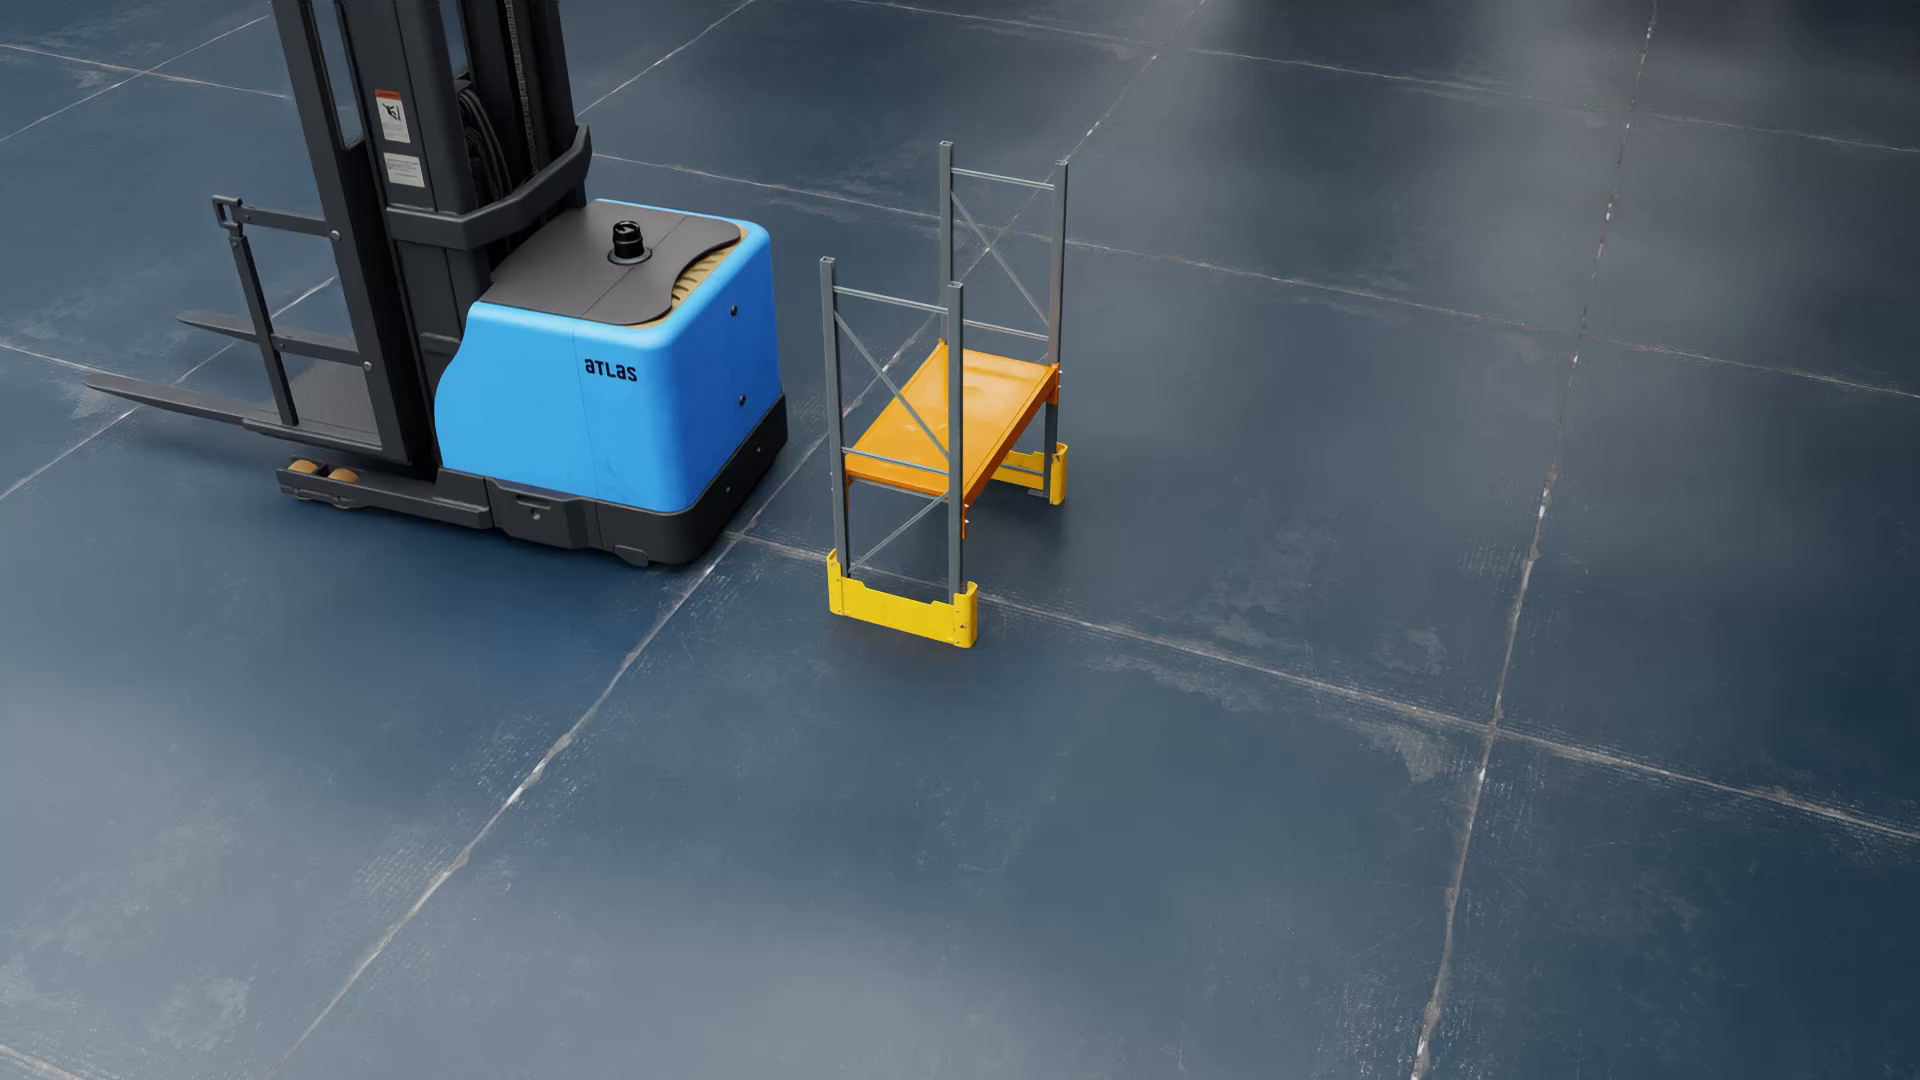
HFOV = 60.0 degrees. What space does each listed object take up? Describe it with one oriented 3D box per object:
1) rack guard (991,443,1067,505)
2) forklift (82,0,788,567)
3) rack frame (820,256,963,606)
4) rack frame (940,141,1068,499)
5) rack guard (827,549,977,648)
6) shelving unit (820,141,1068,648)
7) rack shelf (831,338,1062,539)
[{"bbox_3d":[0.160,-0.334,6.988,0.587,0.250,0.087,14,39,18],"label":"rack guard"},{"bbox_3d":[-2.321,-1.590,6.429,3.031,2.935,1.130,11,38,15],"label":"forklift"},{"bbox_3d":[-0.226,-0.272,5.861,0.500,1.500,0.032,14,39,18],"label":"rack frame"},{"bbox_3d":[0.161,-0.835,6.614,0.500,1.500,0.032,14,39,18],"label":"rack frame"},{"bbox_3d":[-0.218,0.218,6.250,0.587,0.250,0.087,14,39,18],"label":"rack guard"},{"bbox_3d":[-0.029,-0.559,6.245,0.587,1.500,1.083,14,39,18],"label":"shelving unit"},{"bbox_3d":[-0.032,-0.409,6.345,0.538,0.185,1.000,14,39,18],"label":"rack shelf"}]
